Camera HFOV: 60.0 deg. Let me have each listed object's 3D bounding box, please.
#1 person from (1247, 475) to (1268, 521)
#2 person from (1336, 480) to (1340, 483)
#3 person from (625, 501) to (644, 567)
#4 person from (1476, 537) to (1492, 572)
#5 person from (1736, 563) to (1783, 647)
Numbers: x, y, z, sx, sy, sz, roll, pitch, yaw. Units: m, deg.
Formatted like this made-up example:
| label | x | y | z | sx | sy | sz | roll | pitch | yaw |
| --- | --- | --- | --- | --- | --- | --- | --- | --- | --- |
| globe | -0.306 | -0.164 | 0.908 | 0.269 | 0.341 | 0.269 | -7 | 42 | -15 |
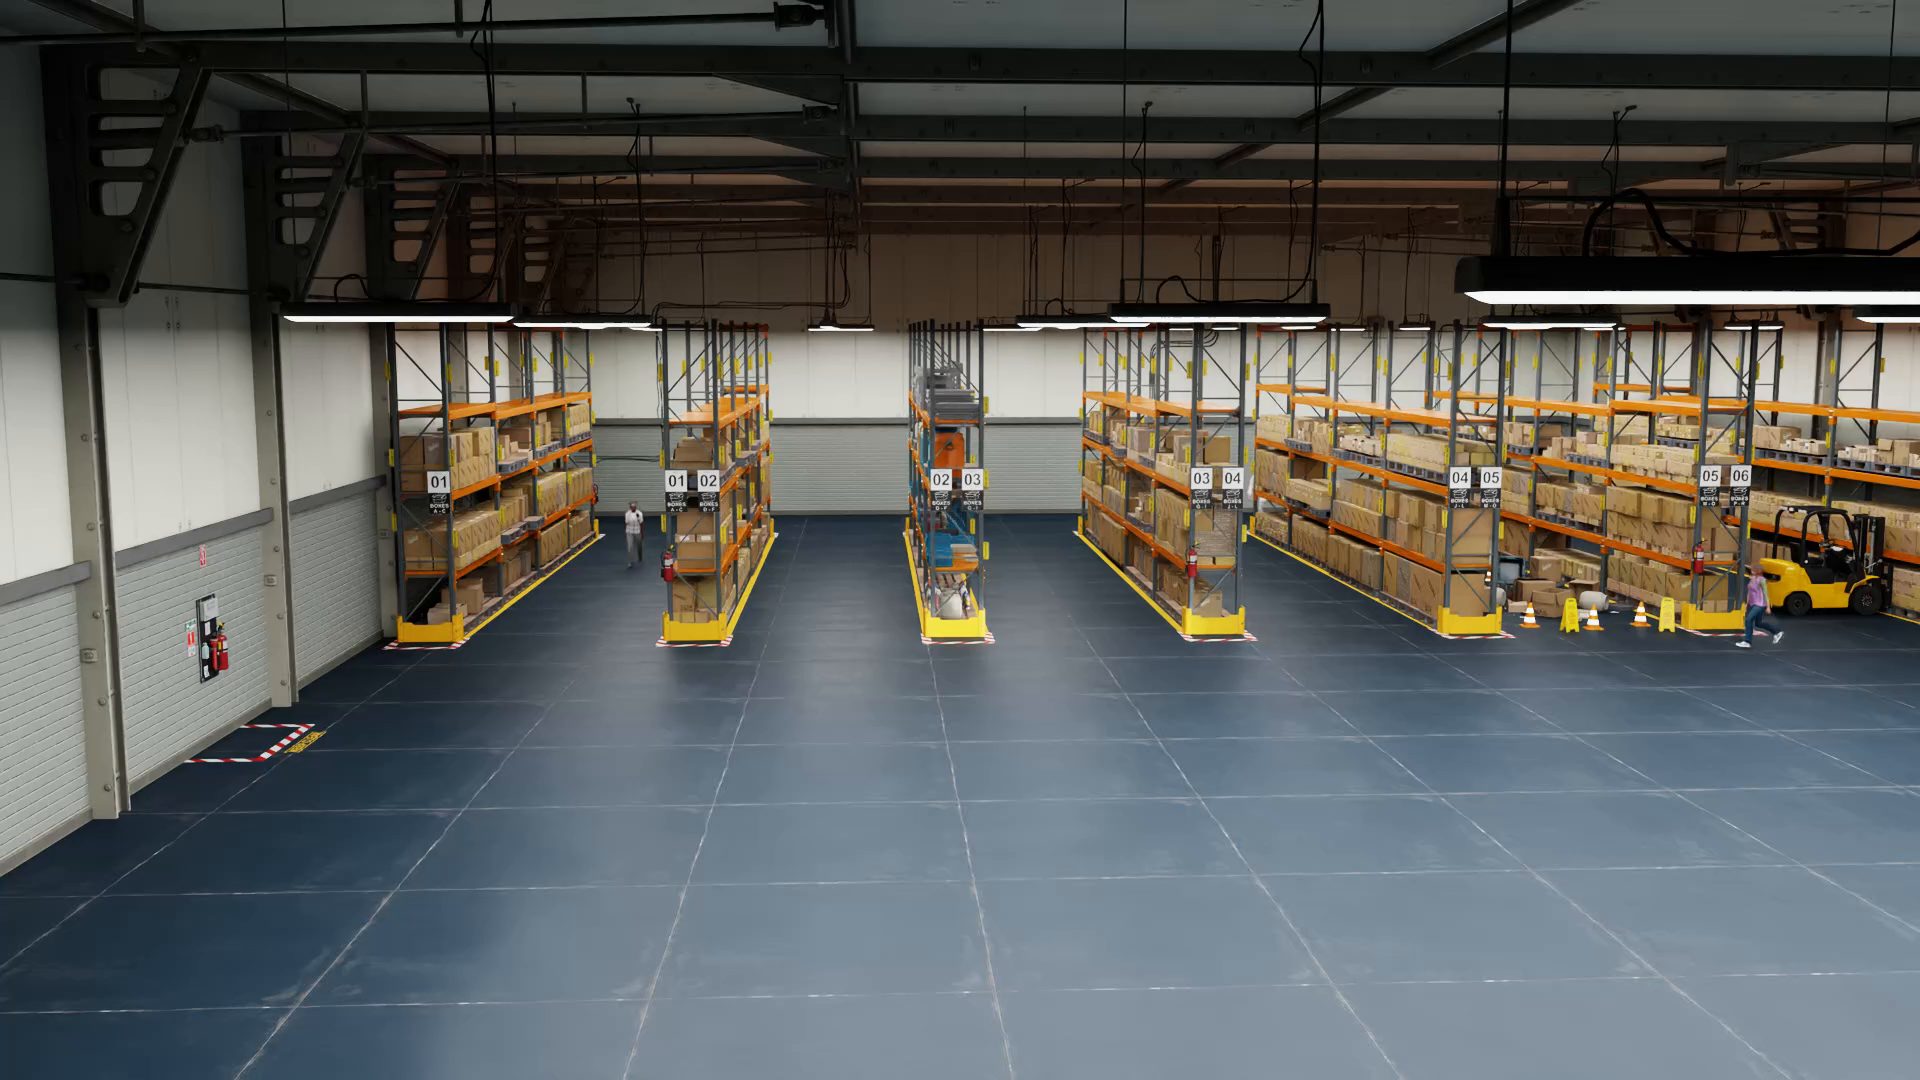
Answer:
| label | x | y | z | sx | sy | sz | roll | pitch | yaw |
| --- | --- | --- | --- | --- | --- | --- | --- | --- | --- |
| person | 9.042 | -1.376 | 50.325 | 0.617 | 1.721 | 1.127 | 4 | 8 | 32 |
| person | 10.581 | -0.811 | 46.227 | 0.519 | 1.674 | 0.467 | 0 | 7 | -4 |
| person | -8.054 | -0.182 | 41.174 | 0.452 | 1.626 | 0.863 | -1 | 7 | -6 |
| person | 12.739 | -0.106 | 40.183 | 0.560 | 1.779 | 0.450 | -4 | 8 | -32 |
| person | 14.660 | 1.190 | 30.457 | 0.859 | 1.540 | 0.448 | 0 | 7 | 3 |
